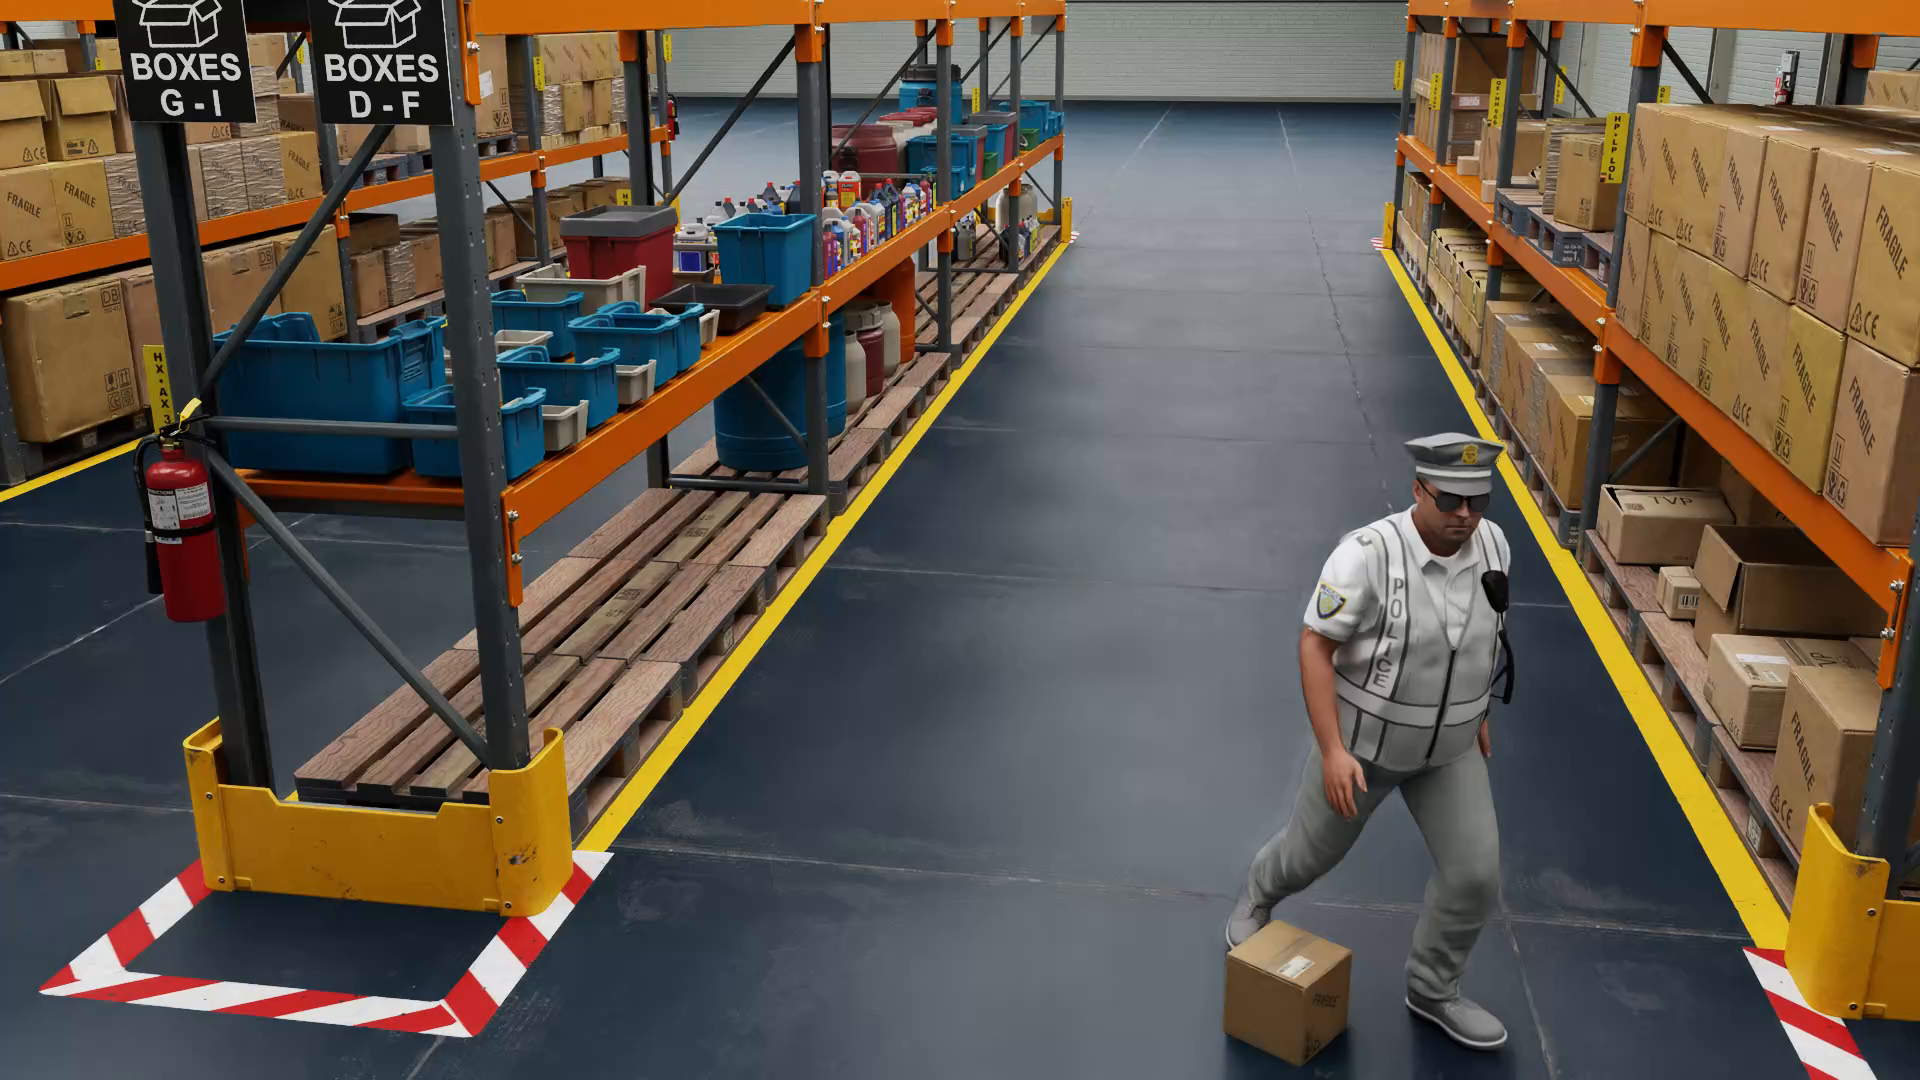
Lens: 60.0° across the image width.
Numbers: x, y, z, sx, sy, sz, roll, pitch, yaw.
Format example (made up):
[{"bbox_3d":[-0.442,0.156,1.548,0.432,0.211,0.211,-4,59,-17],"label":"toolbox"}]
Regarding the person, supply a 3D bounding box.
[{"bbox_3d":[1.151,0.478,4.558,0.637,1.697,0.831,-4,18,-12],"label":"person"}]
